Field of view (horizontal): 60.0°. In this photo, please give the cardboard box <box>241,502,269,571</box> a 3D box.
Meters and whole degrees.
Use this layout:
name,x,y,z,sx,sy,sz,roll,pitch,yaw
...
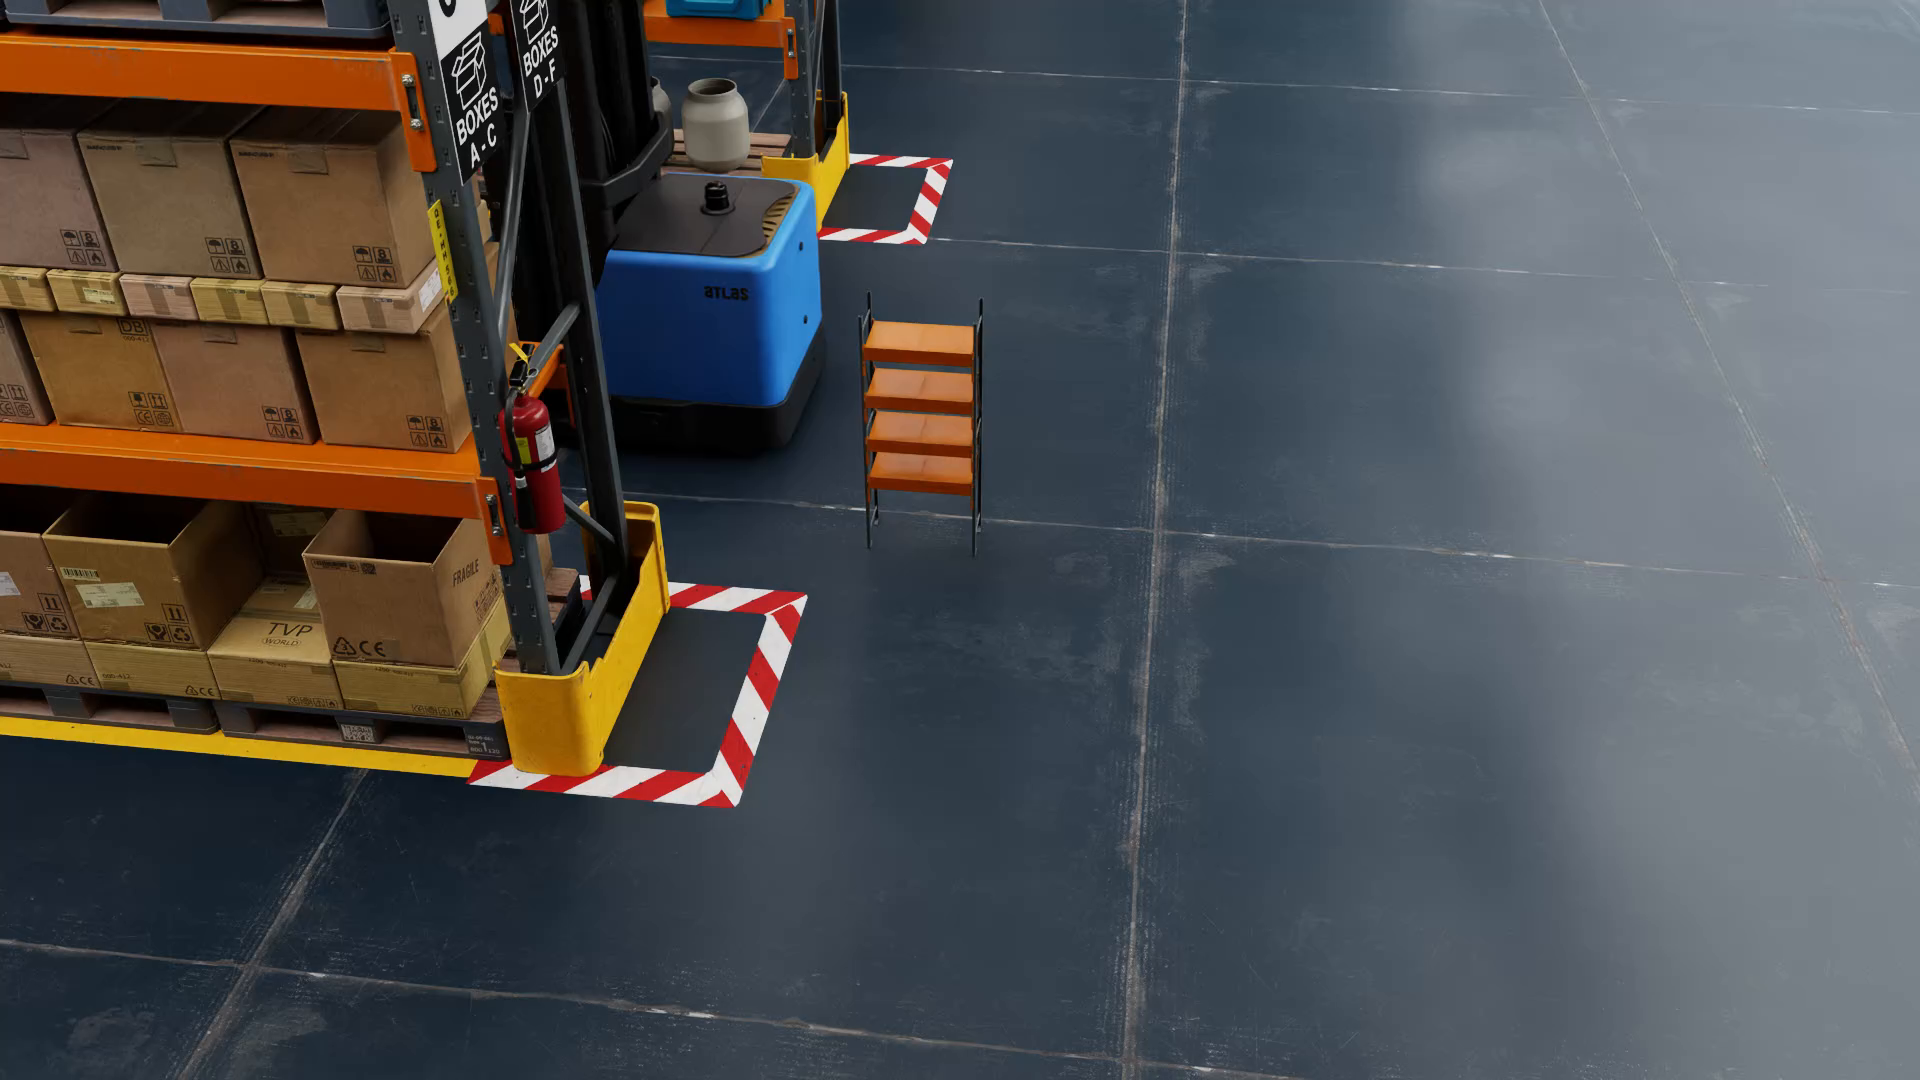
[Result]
name,x,y,z,sx,sy,sz,roll,pitch,yaw
cardboard box,-3.039,-0.236,6.859,0.500,0.500,0.500,4,36,6

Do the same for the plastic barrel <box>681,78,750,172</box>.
name,x,y,z,sx,sy,sz,roll,pitch,yaw
plastic barrel,-1.569,-2.663,10.679,0.421,0.512,0.421,0,36,0

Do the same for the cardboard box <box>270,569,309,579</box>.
name,x,y,z,sx,sy,sz,roll,pitch,yaw
cardboard box,-2.541,0.100,7.034,0.500,0.250,0.500,4,36,6

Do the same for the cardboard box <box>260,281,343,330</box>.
name,x,y,z,sx,sy,sz,roll,pitch,yaw
cardboard box,-2.205,-0.888,5.767,0.250,0.149,0.380,5,36,7

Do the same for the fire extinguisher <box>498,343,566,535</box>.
name,x,y,z,sx,sy,sz,roll,pitch,yaw
fire extinguisher,-1.483,-0.338,5.708,0.183,0.674,0.296,4,36,6

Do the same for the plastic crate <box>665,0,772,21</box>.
name,x,y,z,sx,sy,sz,roll,pitch,yaw
plastic crate,-1.441,-3.304,9.925,0.616,0.251,0.499,4,36,6

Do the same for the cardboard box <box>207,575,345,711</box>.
name,x,y,z,sx,sy,sz,roll,pitch,yaw
cardboard box,-2.608,0.403,6.609,0.500,0.250,0.500,4,36,6

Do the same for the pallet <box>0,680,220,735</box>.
name,x,y,z,sx,sy,sz,roll,pitch,yaw
pallet,-3.512,0.365,7.057,1.213,0.211,1.003,4,36,6

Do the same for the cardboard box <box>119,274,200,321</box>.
name,x,y,z,sx,sy,sz,roll,pitch,yaw
cardboard box,-2.707,-0.927,5.822,0.250,0.149,0.380,5,36,7

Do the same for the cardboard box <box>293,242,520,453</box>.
name,x,y,z,sx,sy,sz,roll,pitch,yaw
cardboard box,-2.003,-0.729,6.103,0.500,0.500,0.700,4,36,6

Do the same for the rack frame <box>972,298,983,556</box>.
name,x,y,z,sx,sy,sz,roll,pitch,yaw
rack frame,0.078,-0.483,7.393,0.015,1.200,0.240,4,36,6

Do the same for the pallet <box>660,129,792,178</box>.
name,x,y,z,sx,sy,sz,roll,pitch,yaw
pallet,-1.793,-2.406,10.940,1.213,0.211,1.003,4,36,6

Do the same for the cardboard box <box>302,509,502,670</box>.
name,x,y,z,sx,sy,sz,roll,pitch,yaw
cardboard box,-2.111,0.129,6.347,0.500,0.500,0.500,4,36,6

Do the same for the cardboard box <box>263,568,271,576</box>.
name,x,y,z,sx,sy,sz,roll,pitch,yaw
cardboard box,-3.037,0.062,7.086,0.500,0.250,0.500,4,36,6

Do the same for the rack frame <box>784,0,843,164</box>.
name,x,y,z,sx,sy,sz,roll,pitch,yaw
rack frame,-0.907,-3.500,10.072,0.127,3.000,1.000,4,36,6

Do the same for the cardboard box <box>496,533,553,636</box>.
name,x,y,z,sx,sy,sz,roll,pitch,yaw
cardboard box,-2.045,0.134,6.985,0.500,0.250,0.500,4,36,6

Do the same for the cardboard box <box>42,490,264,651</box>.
name,x,y,z,sx,sy,sz,roll,pitch,yaw
cardboard box,-3.105,0.063,6.439,0.500,0.500,0.500,4,36,6

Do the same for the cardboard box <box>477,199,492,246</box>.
name,x,y,z,sx,sy,sz,roll,pitch,yaw
cardboard box,-1.903,-1.104,6.070,0.250,0.149,0.380,4,36,6

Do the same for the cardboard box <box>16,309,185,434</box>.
name,x,y,z,sx,sy,sz,roll,pitch,yaw
cardboard box,-3.016,-0.805,6.209,0.500,0.500,0.700,4,36,6

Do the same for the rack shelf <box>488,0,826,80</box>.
name,x,y,z,sx,sy,sz,roll,pitch,yaw
rack shelf,-2.891,-3.355,10.488,4.000,0.370,1.077,4,36,6

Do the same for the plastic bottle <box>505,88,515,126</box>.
name,x,y,z,sx,sy,sz,roll,pitch,yaw
plastic bottle,-3.005,-2.907,11.211,0.097,0.271,0.097,0,36,0

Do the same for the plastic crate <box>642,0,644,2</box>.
name,x,y,z,sx,sy,sz,roll,pitch,yaw
plastic crate,-2.085,-3.355,9.997,0.408,0.251,0.499,4,36,6

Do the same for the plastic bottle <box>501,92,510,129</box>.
name,x,y,z,sx,sy,sz,roll,pitch,yaw
plastic bottle,-3.105,-2.915,11.222,0.097,0.271,0.097,0,36,0

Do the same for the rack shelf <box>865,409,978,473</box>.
name,x,y,z,sx,sy,sz,roll,pitch,yaw
rack shelf,-0.164,-0.446,7.458,0.480,0.148,0.258,4,36,6

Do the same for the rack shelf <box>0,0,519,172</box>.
name,x,y,z,sx,sy,sz,roll,pitch,yaw
rack shelf,-3.525,-1.722,5.618,4.000,0.370,1.077,4,36,6

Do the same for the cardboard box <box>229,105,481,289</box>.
name,x,y,z,sx,sy,sz,roll,pitch,yaw
cardboard box,-2.055,-1.261,5.731,0.500,0.500,0.700,4,36,6

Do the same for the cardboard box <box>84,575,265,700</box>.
name,x,y,z,sx,sy,sz,roll,pitch,yaw
cardboard box,-3.105,0.367,6.659,0.500,0.250,0.500,4,36,6

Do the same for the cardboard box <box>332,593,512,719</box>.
name,x,y,z,sx,sy,sz,roll,pitch,yaw
cardboard box,-2.111,0.433,6.567,0.500,0.250,0.500,4,36,6

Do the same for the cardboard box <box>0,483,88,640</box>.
name,x,y,z,sx,sy,sz,roll,pitch,yaw
cardboard box,-3.601,0.026,6.492,0.500,0.500,0.500,4,36,6

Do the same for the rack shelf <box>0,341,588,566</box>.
name,x,y,z,sx,sy,sz,roll,pitch,yaw
rack shelf,-3.525,-0.501,6.489,4.000,0.370,1.077,4,36,6

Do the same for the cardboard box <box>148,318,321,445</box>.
name,x,y,z,sx,sy,sz,roll,pitch,yaw
cardboard box,-2.524,-0.765,6.153,0.500,0.500,0.700,5,36,7

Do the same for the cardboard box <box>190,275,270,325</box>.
name,x,y,z,sx,sy,sz,roll,pitch,yaw
cardboard box,-2.458,-0.907,5.794,0.250,0.149,0.380,4,36,5

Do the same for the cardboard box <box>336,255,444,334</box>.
name,x,y,z,sx,sy,sz,roll,pitch,yaw
cardboard box,-1.945,-0.869,5.741,0.250,0.149,0.380,4,36,5

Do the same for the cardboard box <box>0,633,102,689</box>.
name,x,y,z,sx,sy,sz,roll,pitch,yaw
cardboard box,-3.600,0.329,6.713,0.500,0.250,0.500,4,36,6

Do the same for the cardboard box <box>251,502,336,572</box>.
name,x,y,z,sx,sy,sz,roll,pitch,yaw
cardboard box,-2.541,-0.207,6.817,0.500,0.500,0.500,4,36,6

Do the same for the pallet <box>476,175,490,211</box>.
name,x,y,z,sx,sy,sz,roll,pitch,yaw
pallet,-3.000,-2.498,11.069,1.213,0.211,1.003,4,36,6

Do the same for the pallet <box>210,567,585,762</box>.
name,x,y,z,sx,sy,sz,roll,pitch,yaw
pallet,-2.305,0.457,6.929,1.213,0.211,1.003,4,36,6

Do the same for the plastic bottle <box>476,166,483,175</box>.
name,x,y,z,sx,sy,sz,roll,pitch,yaw
plastic bottle,-3.031,-2.488,10.620,0.135,0.276,0.152,5,36,6

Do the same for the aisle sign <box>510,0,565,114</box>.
name,x,y,z,sx,sy,sz,roll,pitch,yaw
aisle sign,-1.437,-1.876,5.558,0.004,0.787,0.394,4,36,6

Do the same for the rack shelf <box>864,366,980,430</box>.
name,x,y,z,sx,sy,sz,roll,pitch,yaw
rack shelf,-0.164,-0.628,7.328,0.480,0.148,0.258,4,36,6

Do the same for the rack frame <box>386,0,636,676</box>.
name,x,y,z,sx,sy,sz,roll,pitch,yaw
rack frame,-1.541,-0.646,6.073,0.127,3.000,1.000,4,36,6

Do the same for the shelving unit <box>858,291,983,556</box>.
name,x,y,z,sx,sy,sz,roll,pitch,yaw
shelving unit,-0.164,-0.501,7.419,0.503,1.200,0.258,4,36,6

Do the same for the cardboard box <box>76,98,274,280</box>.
name,x,y,z,sx,sy,sz,roll,pitch,yaw
cardboard box,-2.578,-1.296,5.781,0.500,0.500,0.700,3,36,5

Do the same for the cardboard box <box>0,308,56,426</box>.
name,x,y,z,sx,sy,sz,roll,pitch,yaw
cardboard box,-3.539,-0.842,6.261,0.500,0.500,0.700,5,36,7

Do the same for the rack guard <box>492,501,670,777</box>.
name,x,y,z,sx,sy,sz,roll,pitch,yaw
rack guard,-1.518,0.373,6.797,0.348,0.500,1.175,4,36,6

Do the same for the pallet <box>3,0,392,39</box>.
name,x,y,z,sx,sy,sz,roll,pitch,yaw
pallet,-2.239,-1.898,5.322,1.213,0.211,1.003,4,36,6

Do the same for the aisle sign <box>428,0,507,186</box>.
name,x,y,z,sx,sy,sz,roll,pitch,yaw
aisle sign,-1.514,-1.530,5.074,0.004,0.787,0.394,4,36,6

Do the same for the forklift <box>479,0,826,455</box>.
name,x,y,z,sx,sy,sz,roll,pitch,yaw
forklift,-2.286,-2.007,8.039,3.031,2.935,1.130,5,36,7

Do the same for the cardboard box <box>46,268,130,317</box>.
name,x,y,z,sx,sy,sz,roll,pitch,yaw
cardboard box,-2.968,-0.946,5.848,0.250,0.149,0.380,5,36,7

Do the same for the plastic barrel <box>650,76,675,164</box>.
name,x,y,z,sx,sy,sz,roll,pitch,yaw
plastic barrel,-2.067,-2.700,10.731,0.421,0.512,0.421,0,36,0

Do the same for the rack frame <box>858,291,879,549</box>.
name,x,y,z,sx,sy,sz,roll,pitch,yaw
rack frame,-0.406,-0.519,7.444,0.015,1.200,0.240,4,36,6

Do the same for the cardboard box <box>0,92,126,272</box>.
name,x,y,z,sx,sy,sz,roll,pitch,yaw
cardboard box,-3.078,-1.333,5.833,0.500,0.500,0.700,4,36,6

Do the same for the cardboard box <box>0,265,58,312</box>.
name,x,y,z,sx,sy,sz,roll,pitch,yaw
cardboard box,-3.229,-0.964,5.874,0.250,0.149,0.380,5,36,7

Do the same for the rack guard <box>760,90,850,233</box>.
name,x,y,z,sx,sy,sz,roll,pitch,yaw
rack guard,-0.988,-2.461,10.768,0.348,0.500,1.175,4,36,6

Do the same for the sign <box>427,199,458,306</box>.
name,x,y,z,sx,sy,sz,roll,pitch,yaw
sign,-1.624,-0.902,5.231,0.005,0.325,0.100,4,36,6

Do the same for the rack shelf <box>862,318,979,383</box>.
name,x,y,z,sx,sy,sz,roll,pitch,yaw
rack shelf,-0.164,-0.820,7.190,0.480,0.148,0.258,4,36,6

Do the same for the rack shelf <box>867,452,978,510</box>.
name,x,y,z,sx,sy,sz,roll,pitch,yaw
rack shelf,-0.164,-0.284,7.573,0.480,0.148,0.258,4,36,6
